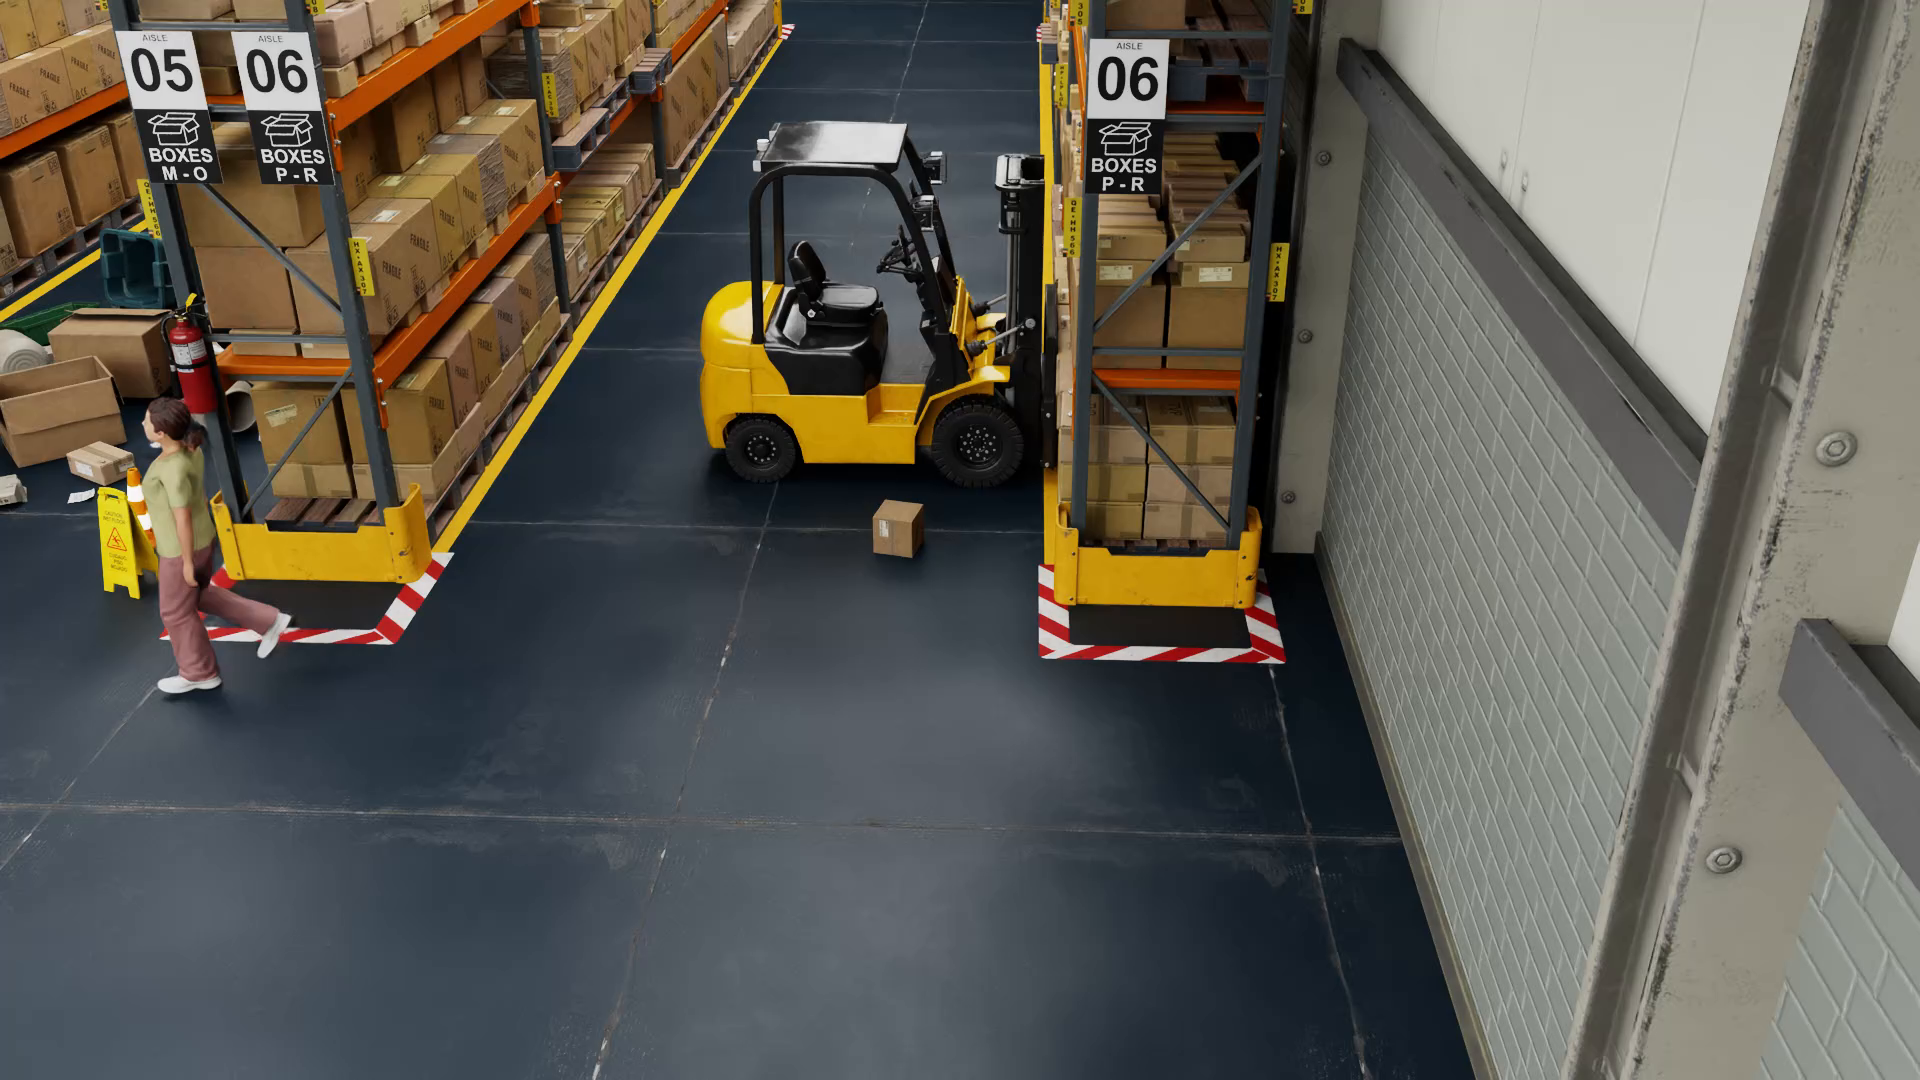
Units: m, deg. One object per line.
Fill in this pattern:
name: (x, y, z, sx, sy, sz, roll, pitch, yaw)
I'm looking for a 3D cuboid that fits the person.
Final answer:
person: (-3.920, 0.023, 8.556, 0.701, 1.652, 0.447, -6, 29, -10)
